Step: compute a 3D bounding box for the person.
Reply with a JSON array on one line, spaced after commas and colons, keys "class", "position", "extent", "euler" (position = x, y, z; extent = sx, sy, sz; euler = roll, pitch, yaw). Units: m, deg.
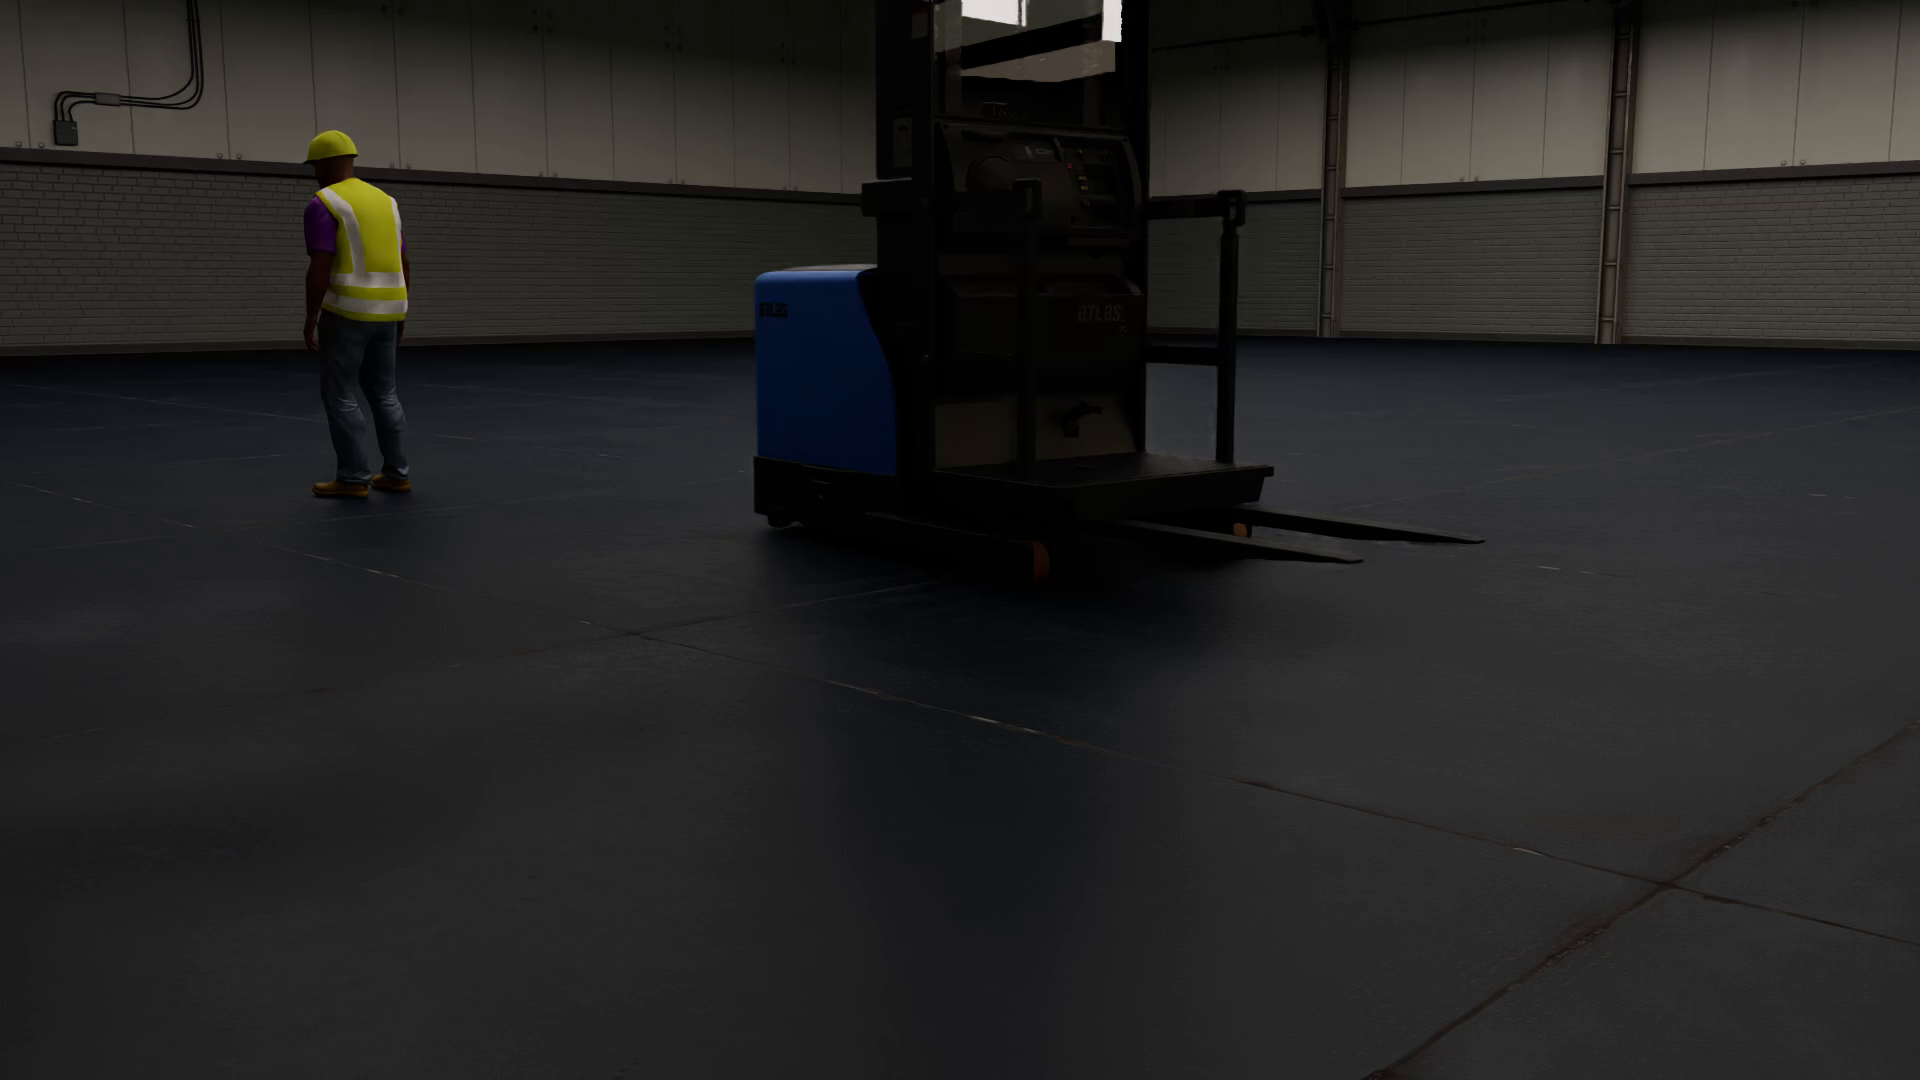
[{"class": "person", "position": [-2.952, -1.097, 8.111], "extent": [0.463, 1.759, 0.626], "euler": [4, 10, 27]}]

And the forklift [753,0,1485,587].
[{"class": "forklift", "position": [0.443, -1.373, 5.993], "extent": [1.130, 2.935, 3.031], "euler": [-7, 11, -38]}]
